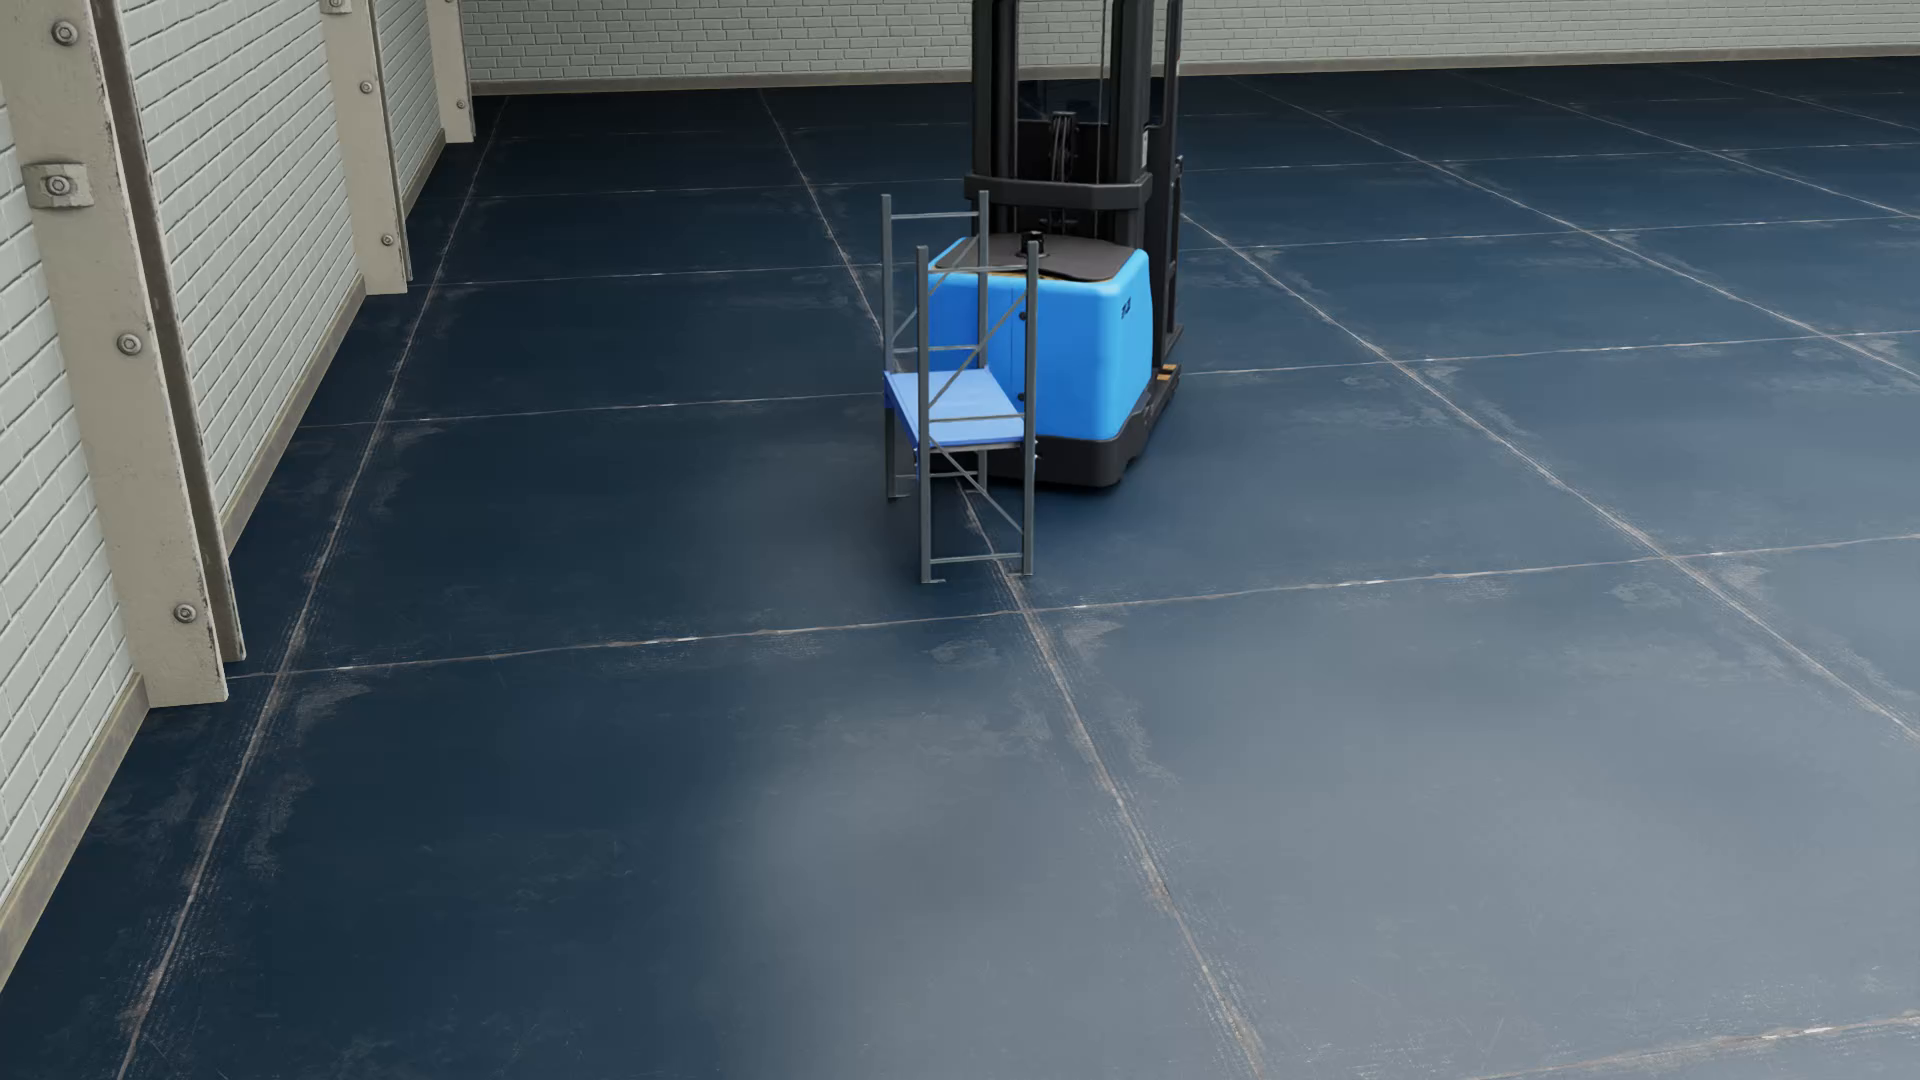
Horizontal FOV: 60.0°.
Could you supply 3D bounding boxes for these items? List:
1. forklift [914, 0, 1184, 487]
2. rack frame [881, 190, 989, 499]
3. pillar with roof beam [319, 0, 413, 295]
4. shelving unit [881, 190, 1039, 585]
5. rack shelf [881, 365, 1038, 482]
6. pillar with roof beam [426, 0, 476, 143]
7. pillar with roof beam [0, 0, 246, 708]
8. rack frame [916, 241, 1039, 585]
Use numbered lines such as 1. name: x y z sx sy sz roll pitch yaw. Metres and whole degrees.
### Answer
1. forklift: 0.666 -2.167 9.050 1.130 2.935 3.031 7 24 15
2. rack frame: -0.116 -0.913 7.966 0.500 1.500 0.032 -4 24 -10
3. pillar with roof beam: 0.132 -6.254 10.826 9.100 9.000 0.400 -4 24 -10
4. shelving unit: -0.022 -0.713 7.508 0.538 1.500 1.048 -4 24 -10
5. rack shelf: -0.022 -0.548 7.580 0.538 0.185 1.000 -4 24 -10
6. pillar with roof beam: -0.977 -8.614 16.230 9.100 9.000 0.400 -4 24 -10
7. pillar with roof beam: 1.242 -3.894 5.423 9.100 9.000 0.400 -4 24 -10
8. rack frame: 0.072 -0.513 7.050 0.500 1.500 0.032 -4 24 -10
